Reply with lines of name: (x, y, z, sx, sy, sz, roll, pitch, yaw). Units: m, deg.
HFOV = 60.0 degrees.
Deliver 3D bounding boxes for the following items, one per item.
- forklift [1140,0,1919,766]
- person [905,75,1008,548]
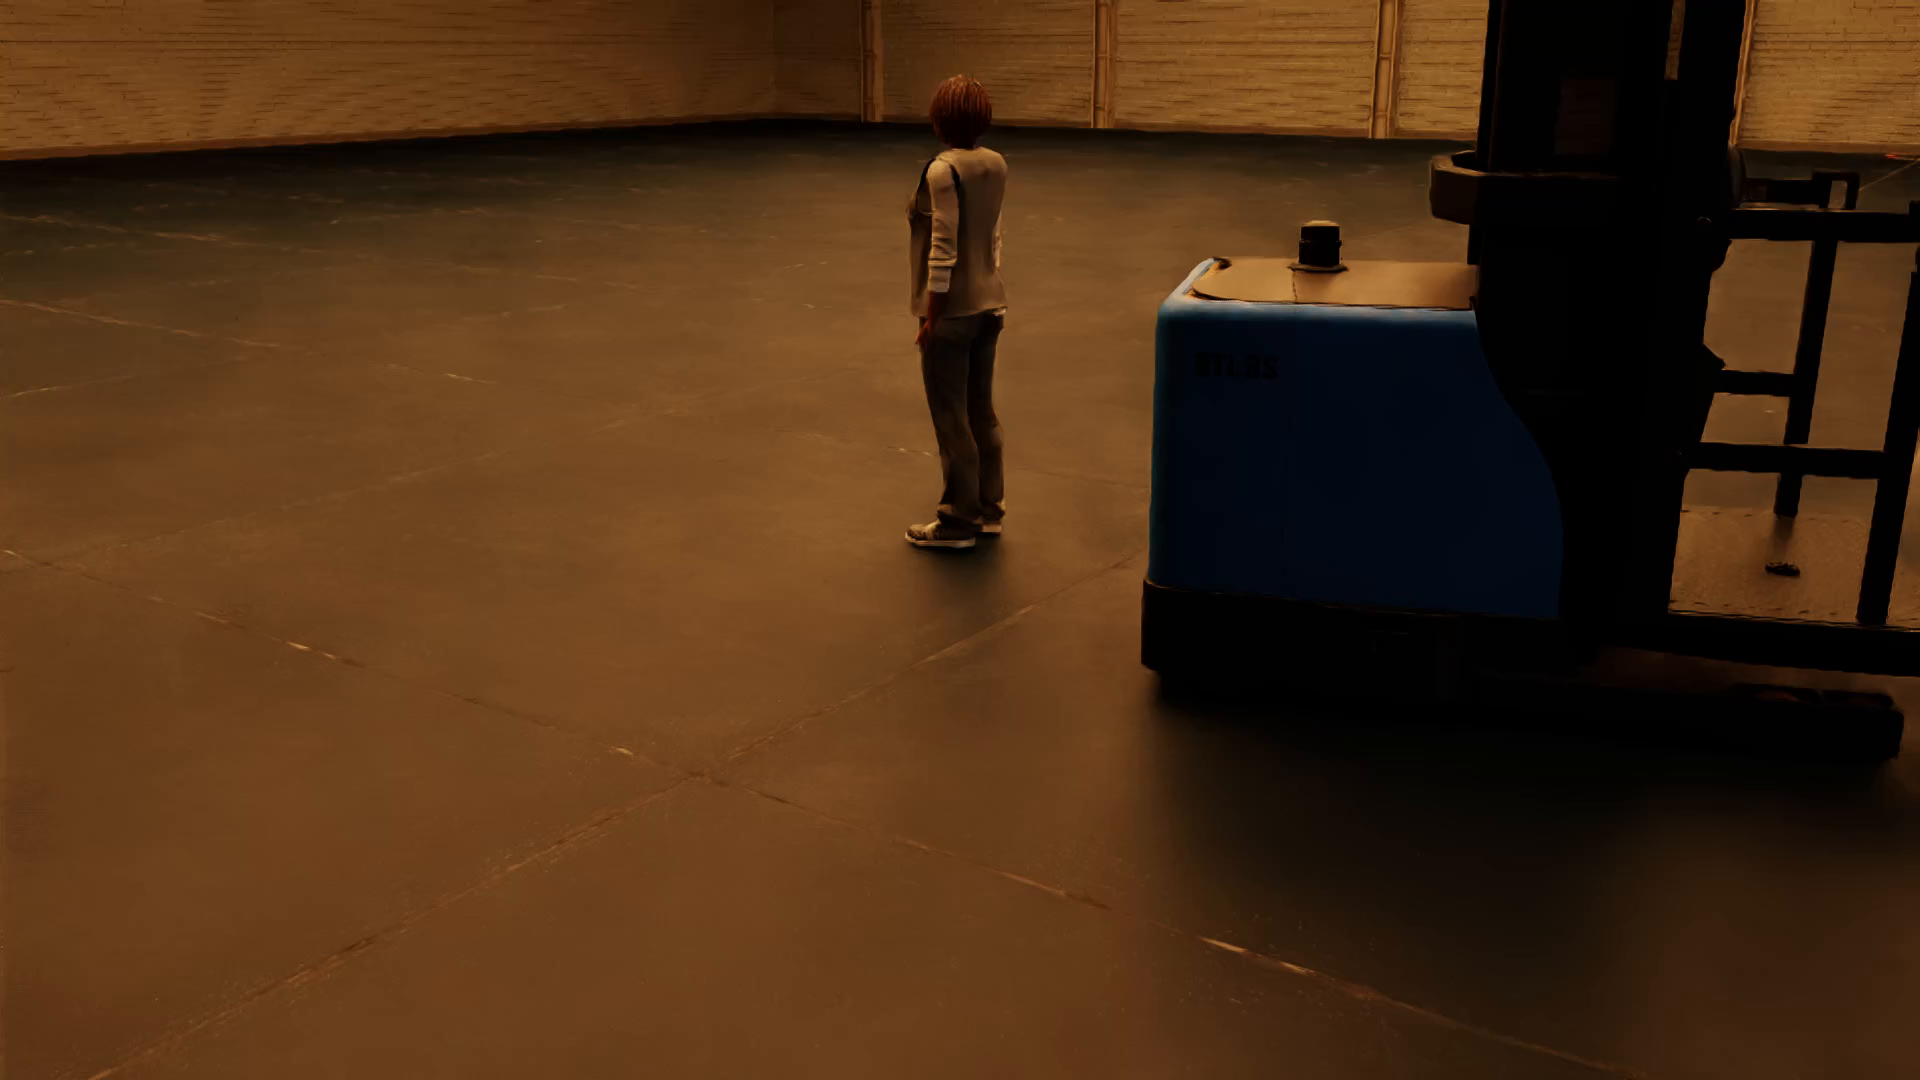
forklift: (2.072, -1.016, 4.232, 3.031, 2.935, 1.130, 4, 17, 14)
person: (-0.008, -0.768, 5.724, 0.310, 1.604, 0.405, 11, 20, 33)
